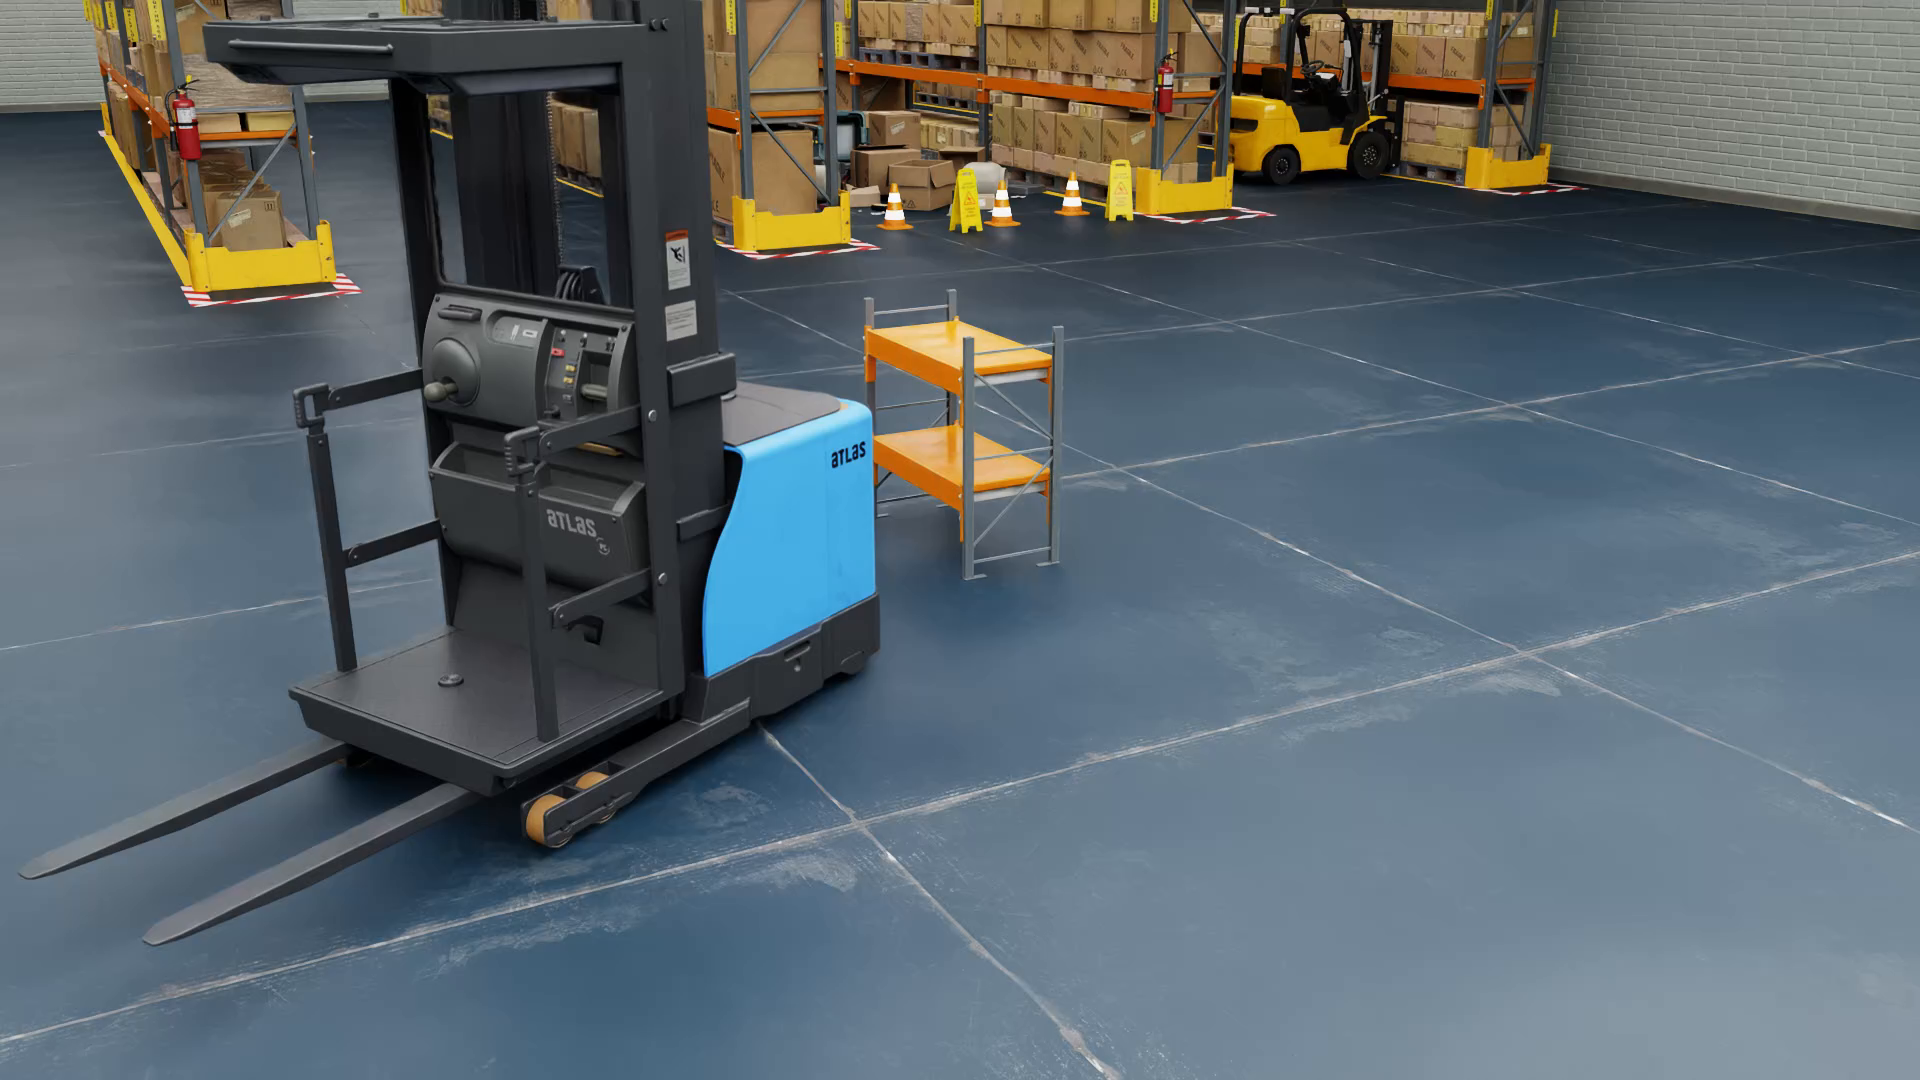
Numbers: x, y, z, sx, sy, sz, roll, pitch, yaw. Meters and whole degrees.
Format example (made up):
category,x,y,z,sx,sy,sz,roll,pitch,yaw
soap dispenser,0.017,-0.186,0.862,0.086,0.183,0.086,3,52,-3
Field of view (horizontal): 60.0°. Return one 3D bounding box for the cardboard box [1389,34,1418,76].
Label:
category,x,y,z,sx,sy,sz,roll,pitch,yaw
cardboard box,6.034,-6.415,21.969,0.500,0.500,0.500,-10,22,-28

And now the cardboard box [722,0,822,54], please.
category,x,y,z,sx,sy,sz,roll,pitch,yaw
cardboard box,-1.837,-5.097,16.420,0.875,0.550,0.550,-10,21,-27

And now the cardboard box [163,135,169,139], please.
category,x,y,z,sx,sy,sz,roll,pitch,yaw
cardboard box,-9.296,-4.641,20.139,0.700,0.500,0.500,-12,22,-31

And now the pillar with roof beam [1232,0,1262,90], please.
category,x,y,z,sx,sy,sz,roll,pitch,yaw
pillar with roof beam,0.805,-10.200,23.896,9.100,9.000,0.400,-10,21,-27

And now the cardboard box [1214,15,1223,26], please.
category,x,y,z,sx,sy,sz,roll,pitch,yaw
cardboard box,4.091,-7.897,25.272,0.380,0.149,0.250,-10,21,-26

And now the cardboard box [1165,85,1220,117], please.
category,x,y,z,sx,sy,sz,roll,pitch,yaw
cardboard box,3.783,-6.974,26.741,0.875,0.625,0.625,-9,21,-25

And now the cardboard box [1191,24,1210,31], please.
category,x,y,z,sx,sy,sz,roll,pitch,yaw
cardboard box,3.911,-7.826,25.677,0.500,0.250,0.500,-10,21,-26

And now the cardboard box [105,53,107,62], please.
category,x,y,z,sx,sy,sz,roll,pitch,yaw
cardboard box,-12.483,-7.175,24.710,0.380,0.149,0.250,-10,22,-28

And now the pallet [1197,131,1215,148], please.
category,x,y,z,sx,sy,sz,roll,pitch,yaw
pallet,4.113,-6.355,26.226,1.003,0.211,1.213,-10,21,-27

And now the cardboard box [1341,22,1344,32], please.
category,x,y,z,sx,sy,sz,roll,pitch,yaw
cardboard box,5.449,-7.037,22.778,0.380,0.149,0.250,-10,22,-27

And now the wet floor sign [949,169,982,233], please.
category,x,y,z,sx,sy,sz,roll,pitch,yaw
wet floor sign,0.062,-3.589,17.543,0.267,0.644,0.232,-14,24,-36

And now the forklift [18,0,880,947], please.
category,x,y,z,sx,sy,sz,roll,pitch,yaw
forklift,-1.555,-0.582,5.324,1.130,2.935,3.031,12,23,32

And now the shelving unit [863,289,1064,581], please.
category,x,y,z,sx,sy,sz,roll,pitch,yaw
shelving unit,-0.003,-0.534,7.954,0.538,1.125,1.048,-10,21,-27

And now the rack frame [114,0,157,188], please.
category,x,y,z,sx,sy,sz,roll,pitch,yaw
rack frame,-9.907,-5.961,20.807,1.000,3.000,0.127,-10,21,-27

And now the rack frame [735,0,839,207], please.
category,x,y,z,sx,sy,sz,roll,pitch,yaw
rack frame,-1.695,-4.404,16.294,1.000,3.000,0.127,-10,21,-27

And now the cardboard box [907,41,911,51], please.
category,x,y,z,sx,sy,sz,roll,pitch,yaw
cardboard box,-0.536,-7.067,23.755,0.380,0.149,0.250,-9,21,-25

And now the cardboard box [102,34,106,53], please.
category,x,y,z,sx,sy,sz,roll,pitch,yaw
cardboard box,-12.494,-7.413,24.790,0.500,0.250,0.500,-9,21,-25

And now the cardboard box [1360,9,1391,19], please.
category,x,y,z,sx,sy,sz,roll,pitch,yaw
cardboard box,5.653,-7.117,22.554,0.380,0.149,0.250,-10,21,-27

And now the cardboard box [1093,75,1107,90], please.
category,x,y,z,sx,sy,sz,roll,pitch,yaw
cardboard box,1.778,-5.356,19.441,0.380,0.149,0.250,-10,21,-26

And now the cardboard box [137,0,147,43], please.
category,x,y,z,sx,sy,sz,roll,pitch,yaw
cardboard box,-7.778,-5.161,16.348,0.500,0.500,0.500,-10,21,-27

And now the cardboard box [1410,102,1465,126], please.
category,x,y,z,sx,sy,sz,roll,pitch,yaw
cardboard box,6.240,-5.570,21.714,0.500,0.250,0.500,-10,21,-26

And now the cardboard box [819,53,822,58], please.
category,x,y,z,sx,sy,sz,roll,pitch,yaw
cardboard box,-1.910,-7.674,26.003,0.500,0.250,0.500,-10,21,-26

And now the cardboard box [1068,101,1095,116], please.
category,x,y,z,sx,sy,sz,roll,pitch,yaw
cardboard box,1.530,-5.192,20.008,0.380,0.149,0.250,-9,21,-24

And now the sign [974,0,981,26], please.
category,x,y,z,sx,sy,sz,roll,pitch,yaw
sign,0.228,-6.808,21.487,0.100,0.325,0.005,-10,21,-27

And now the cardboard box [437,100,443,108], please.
category,x,y,z,sx,sy,sz,roll,pitch,yaw
cardboard box,-8.759,-7.502,28.545,0.380,0.149,0.250,-11,22,-29

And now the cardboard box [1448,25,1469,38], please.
category,x,y,z,sx,sy,sz,roll,pitch,yaw
cardboard box,6.422,-6.448,21.072,0.380,0.149,0.250,-10,21,-26

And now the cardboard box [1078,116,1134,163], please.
category,x,y,z,sx,sy,sz,roll,pitch,yaw
cardboard box,1.753,-4.791,19.840,0.500,0.500,0.500,-9,21,-25

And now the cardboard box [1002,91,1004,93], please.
category,x,y,z,sx,sy,sz,roll,pitch,yaw
cardboard box,0.970,-8.616,32.228,0.380,0.149,0.250,-10,22,-27

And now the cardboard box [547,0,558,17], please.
category,x,y,z,sx,sy,sz,roll,pitch,yaw
cardboard box,-5.048,-6.945,21.972,0.700,0.500,0.500,-10,22,-27

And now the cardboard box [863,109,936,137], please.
category,x,y,z,sx,sy,sz,roll,pitch,yaw
cardboard box,-0.926,-6.288,25.142,0.950,0.372,0.625,-12,22,-30

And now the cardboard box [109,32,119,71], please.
category,x,y,z,sx,sy,sz,roll,pitch,yaw
cardboard box,-11.331,-6.698,22.790,0.500,0.500,0.500,-11,22,-28

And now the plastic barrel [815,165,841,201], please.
category,x,y,z,sx,sy,sz,roll,pitch,yaw
plastic barrel,-1.705,-4.246,19.787,0.512,0.421,0.421,4,19,11

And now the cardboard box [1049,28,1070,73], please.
category,x,y,z,sx,sy,sz,roll,pitch,yaw
cardboard box,1.421,-5.937,20.130,0.500,0.500,0.500,-10,21,-26

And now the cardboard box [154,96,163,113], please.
category,x,y,z,sx,sy,sz,roll,pitch,yaw
cardboard box,-7.710,-4.296,16.367,0.380,0.149,0.250,-10,21,-27

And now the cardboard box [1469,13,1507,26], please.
category,x,y,z,sx,sy,sz,roll,pitch,yaw
cardboard box,6.625,-6.534,20.864,0.380,0.149,0.250,-10,21,-27

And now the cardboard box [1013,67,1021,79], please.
category,x,y,z,sx,sy,sz,roll,pitch,yaw
cardboard box,0.900,-5.953,21.169,0.380,0.149,0.250,-10,21,-27

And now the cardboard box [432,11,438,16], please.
category,x,y,z,sx,sy,sz,roll,pitch,yaw
cardboard box,-8.352,-8.424,27.335,0.500,0.500,0.500,-10,21,-27

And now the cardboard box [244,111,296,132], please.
category,x,y,z,sx,sy,sz,roll,pitch,yaw
cardboard box,-6.033,-3.664,14.537,0.380,0.149,0.250,-10,21,-27

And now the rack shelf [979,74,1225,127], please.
category,x,y,z,sx,sy,sz,roll,pitch,yaw
rack shelf,1.664,-5.433,20.382,1.077,0.370,4.000,-10,21,-27

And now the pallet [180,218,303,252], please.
category,x,y,z,sx,sy,sz,roll,pitch,yaw
pallet,-7.074,-2.956,16.376,1.003,0.211,1.213,-10,21,-27

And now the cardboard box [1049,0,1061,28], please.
category,x,y,z,sx,sy,sz,roll,pitch,yaw
cardboard box,1.498,-6.414,19.979,0.700,0.500,0.500,-10,21,-27

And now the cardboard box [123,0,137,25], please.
category,x,y,z,sx,sy,sz,roll,pitch,yaw
cardboard box,-10.239,-6.695,21.243,0.797,0.503,0.637,-9,21,-25

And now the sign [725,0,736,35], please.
category,x,y,z,sx,sy,sz,roll,pitch,yaw
sign,-2.179,-4.983,15.835,0.100,0.325,0.005,-10,21,-27

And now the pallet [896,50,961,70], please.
category,x,y,z,sx,sy,sz,roll,pitch,yaw
pallet,-0.209,-6.843,23.659,1.003,0.211,1.213,-10,21,-27

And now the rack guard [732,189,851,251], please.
category,x,y,z,sx,sy,sz,roll,pitch,yaw
rack guard,-1.683,-3.215,16.682,1.175,0.500,0.348,-10,21,-27

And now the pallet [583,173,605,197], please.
category,x,y,z,sx,sy,sz,roll,pitch,yaw
pallet,-4.027,-4.443,20.685,1.003,0.211,1.213,-10,21,-27

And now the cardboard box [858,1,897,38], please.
category,x,y,z,sx,sy,sz,roll,pitch,yaw
cardboard box,-1.175,-7.717,24.644,0.500,0.500,0.500,-11,22,-28

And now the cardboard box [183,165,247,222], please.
category,x,y,z,sx,sy,sz,roll,pitch,yaw
cardboard box,-7.574,-3.545,16.995,0.500,0.500,0.500,-3,19,-9

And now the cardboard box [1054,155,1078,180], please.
category,x,y,z,sx,sy,sz,roll,pitch,yaw
cardboard box,1.501,-4.588,20.400,0.500,0.250,0.500,-11,22,-29

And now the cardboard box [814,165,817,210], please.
category,x,y,z,sx,sy,sz,roll,pitch,yaw
cardboard box,-1.954,-4.085,19.199,0.500,0.500,0.500,-6,20,-17
